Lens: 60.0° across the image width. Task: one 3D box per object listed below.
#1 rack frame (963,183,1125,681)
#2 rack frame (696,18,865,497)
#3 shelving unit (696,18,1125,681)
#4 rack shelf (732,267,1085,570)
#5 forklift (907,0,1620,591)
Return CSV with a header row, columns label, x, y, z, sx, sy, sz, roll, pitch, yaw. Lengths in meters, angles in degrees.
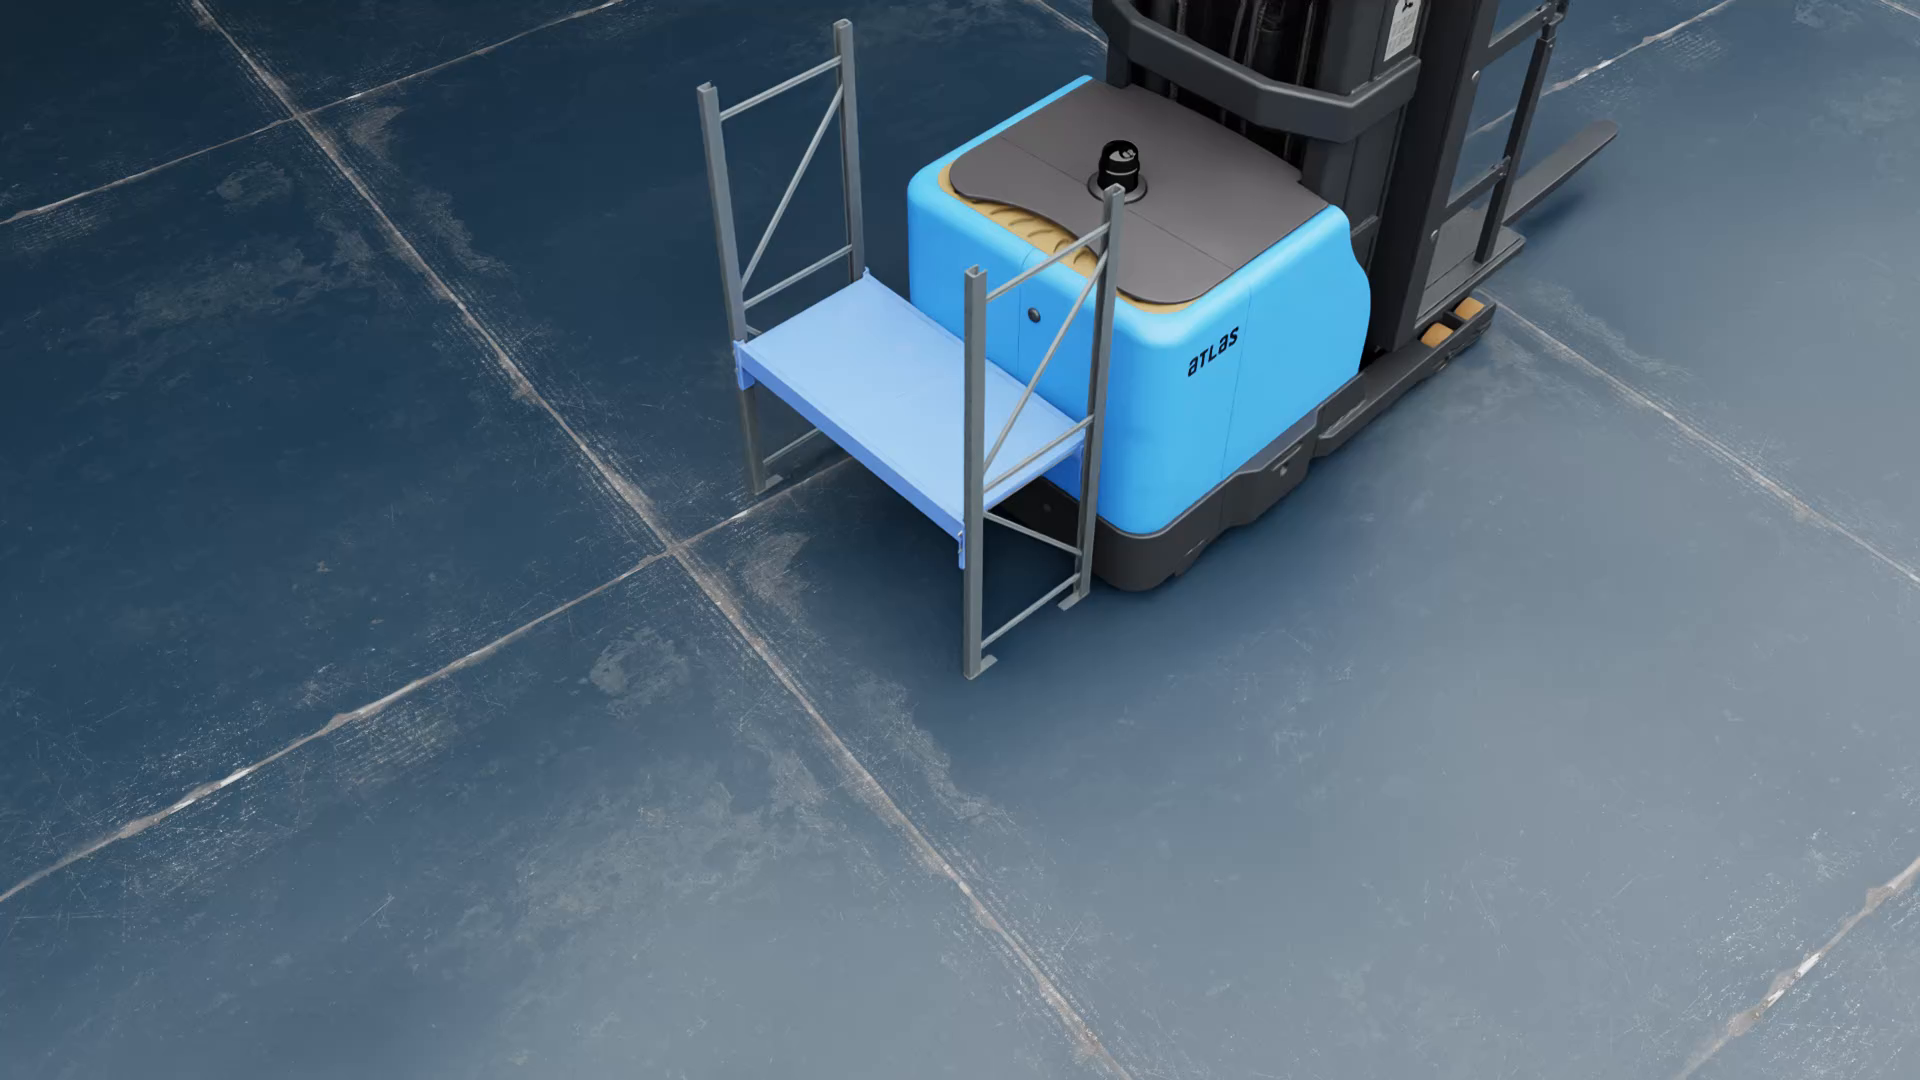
label,x,y,z,sx,sy,sz,roll,pitch,yaw
rack frame,0.203,-0.223,4.440,0.500,1.500,0.032,-34,56,-27
rack frame,-0.485,-0.777,4.942,0.500,1.500,0.032,-34,56,-27
shelving unit,-0.141,-0.500,4.691,0.538,1.500,1.048,-34,56,-27
rack shelf,-0.141,-0.379,4.824,0.538,0.185,1.000,-34,56,-27
forklift,1.232,-1.814,4.916,3.031,2.935,1.130,-36,57,-28
